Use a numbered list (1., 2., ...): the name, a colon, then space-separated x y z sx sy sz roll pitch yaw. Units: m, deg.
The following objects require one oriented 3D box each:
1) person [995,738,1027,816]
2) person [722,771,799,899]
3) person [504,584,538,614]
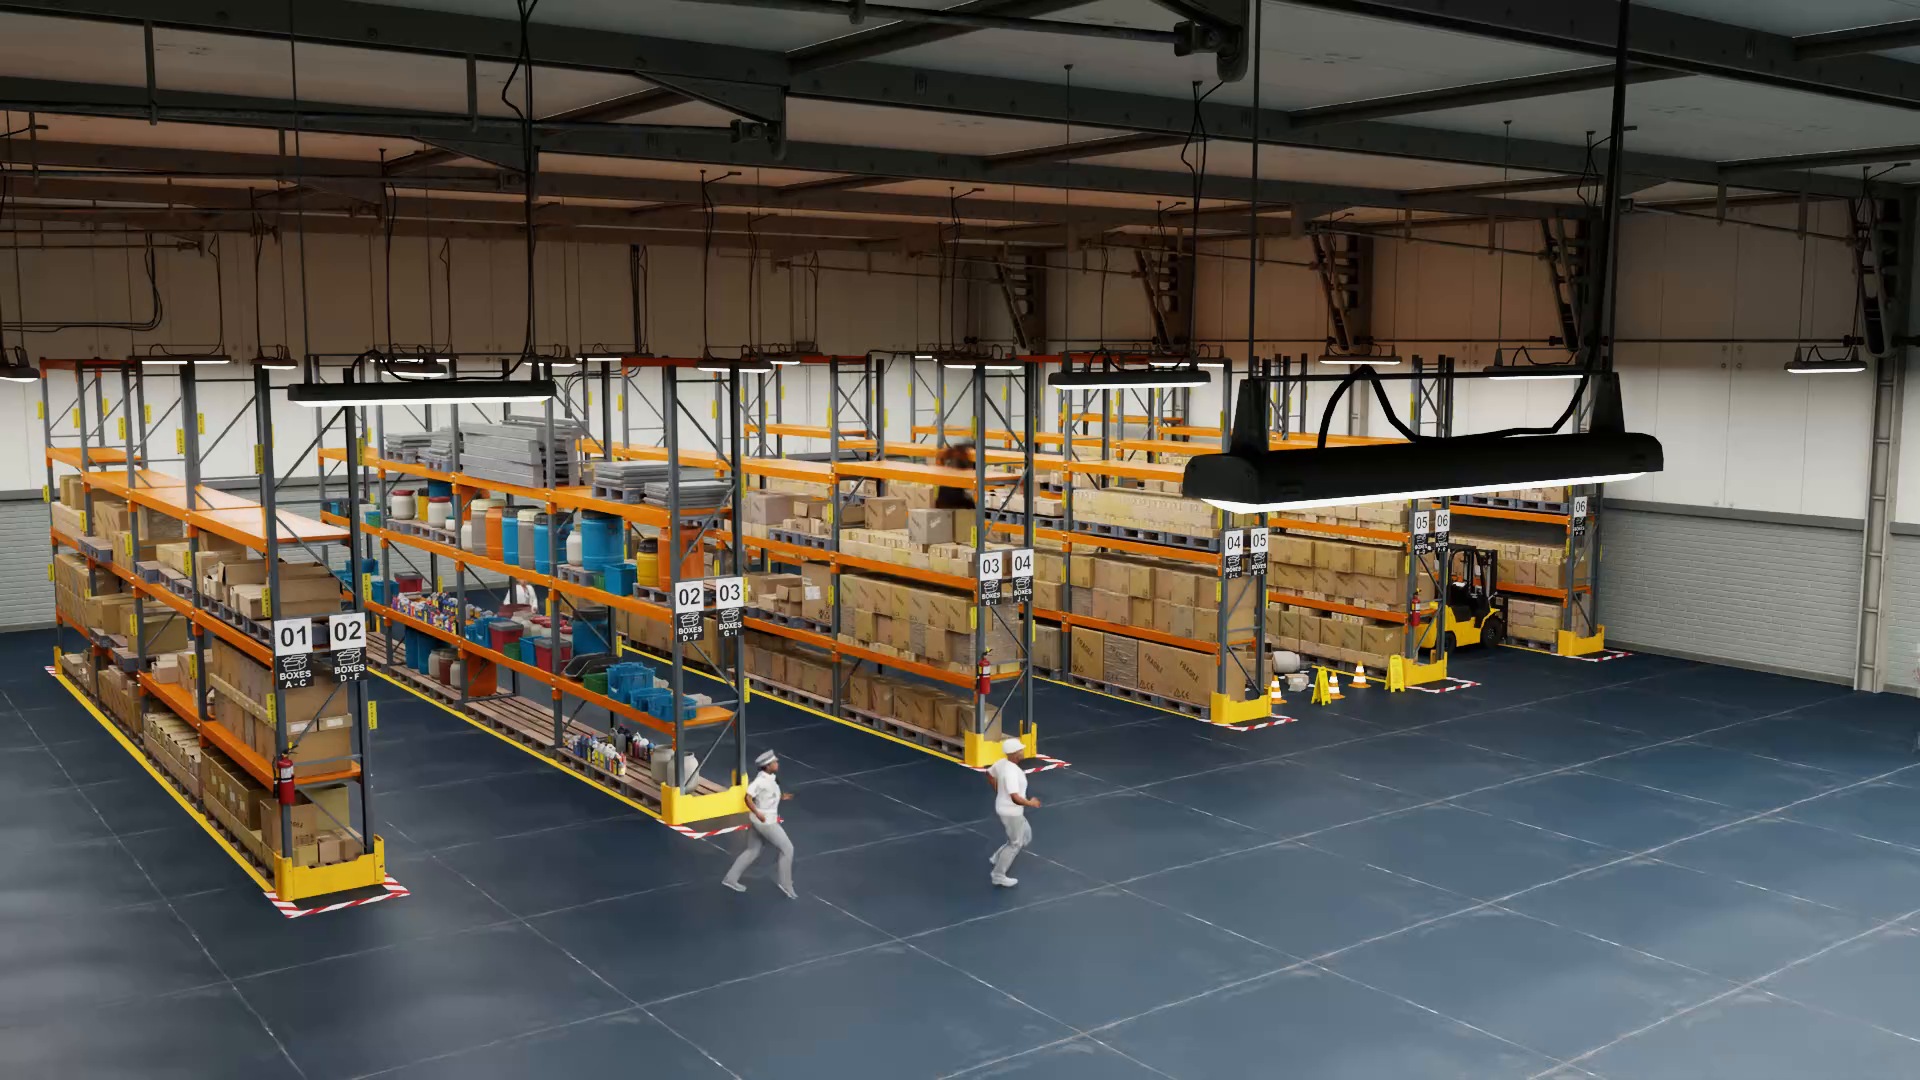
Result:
1. person: 0.596 2.733 19.291 0.354 0.884 0.436 -1 7 -8
2. person: -2.288 3.377 18.921 0.861 1.497 0.410 -2 7 -16
3. person: -8.613 1.334 32.937 0.475 0.937 0.709 6 9 41
